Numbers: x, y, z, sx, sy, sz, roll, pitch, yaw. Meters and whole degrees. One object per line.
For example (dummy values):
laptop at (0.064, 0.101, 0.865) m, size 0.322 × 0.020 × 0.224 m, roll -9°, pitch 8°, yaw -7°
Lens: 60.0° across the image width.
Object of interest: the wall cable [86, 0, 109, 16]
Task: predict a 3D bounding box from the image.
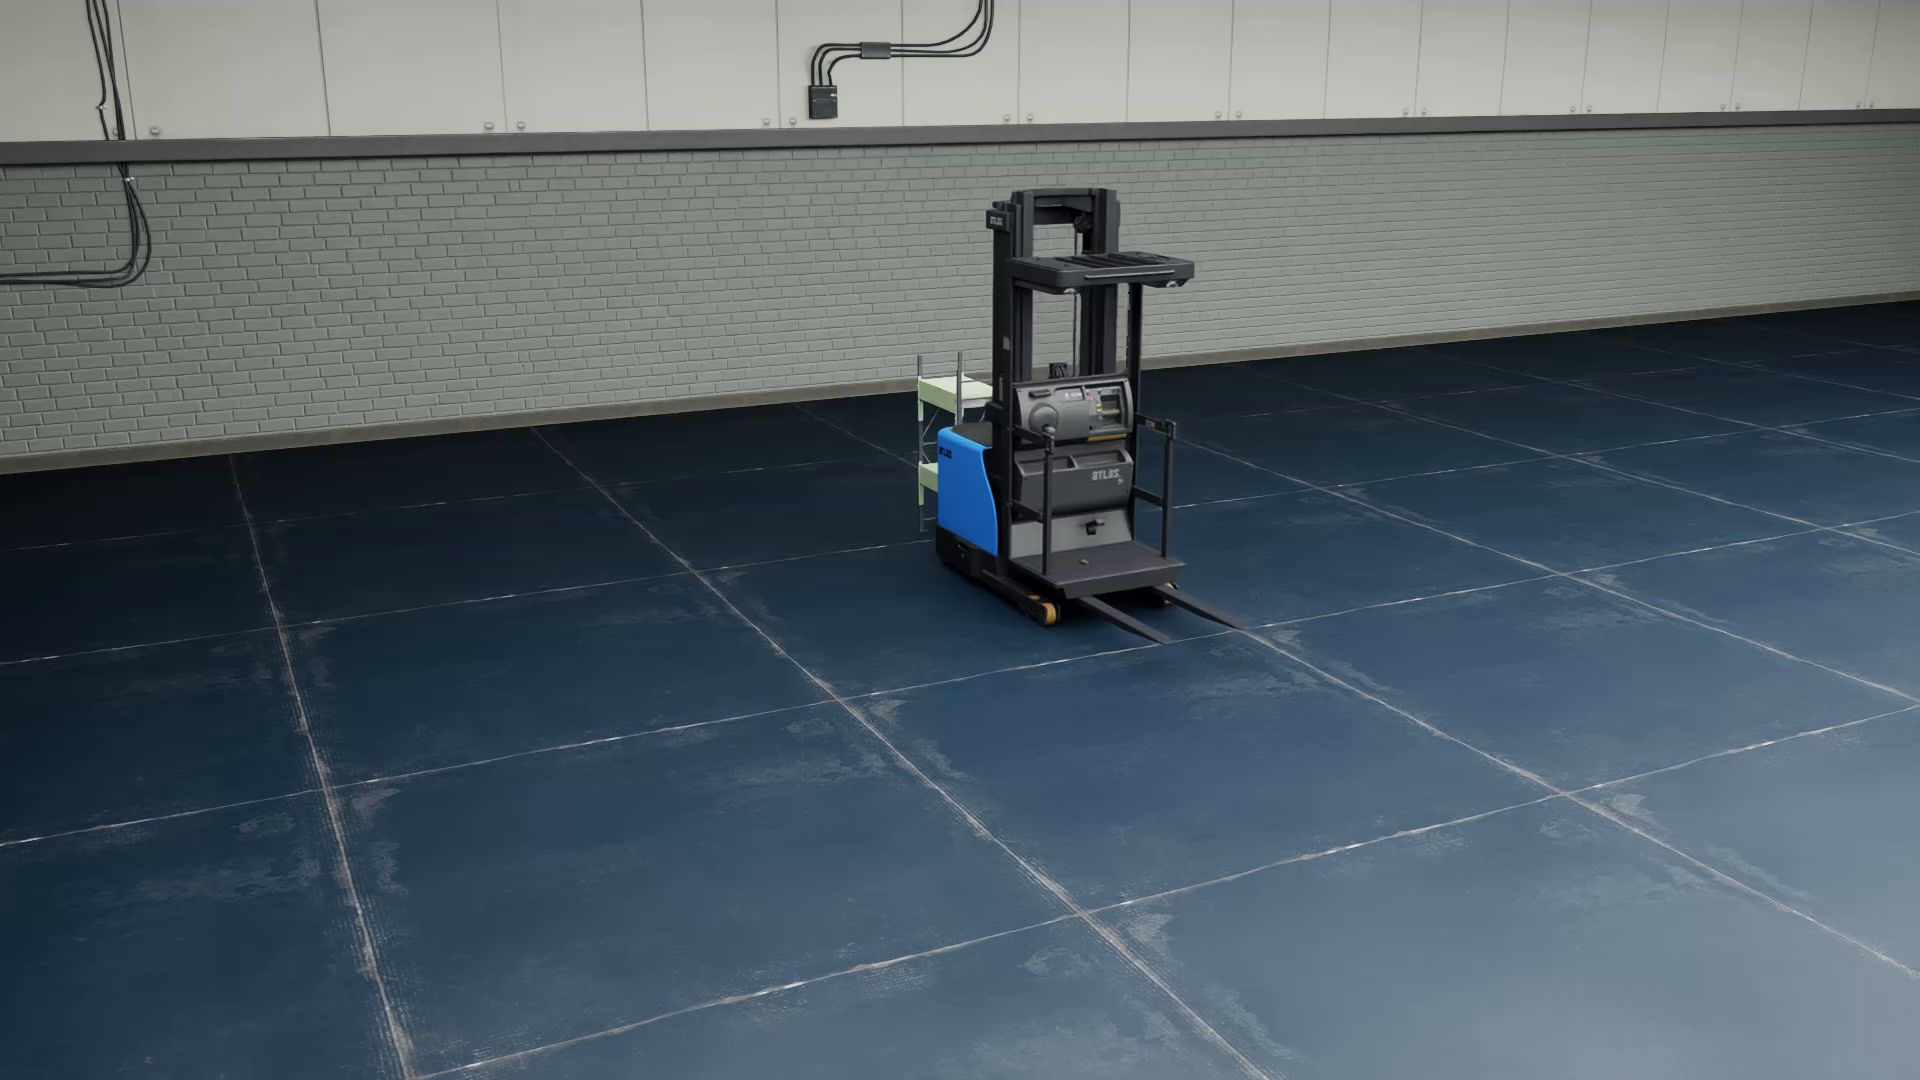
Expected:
wall cable at (-6.731, -6.212, 15.555) m, size 3.097 × 2.526 × 0.112 m, roll -8°, pitch 18°, yaw -25°

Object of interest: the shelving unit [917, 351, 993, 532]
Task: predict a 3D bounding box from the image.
shelving unit at (-0.003, -0.723, 13.550) m, size 0.431 × 1.500 × 0.755 m, roll -8°, pitch 18°, yaw -25°

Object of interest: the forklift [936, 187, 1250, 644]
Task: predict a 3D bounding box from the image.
forklift at (0.924, -0.946, 11.735) m, size 1.130 × 2.935 × 3.031 m, roll -8°, pitch 18°, yaw -26°

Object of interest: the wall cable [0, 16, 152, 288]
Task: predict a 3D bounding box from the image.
wall cable at (-9.163, -3.457, 15.113) m, size 3.097 × 2.526 × 0.112 m, roll -8°, pitch 18°, yaw -25°

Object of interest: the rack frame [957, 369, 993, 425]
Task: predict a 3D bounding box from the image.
rack frame at (0.157, -0.632, 13.233) m, size 0.400 × 1.500 × 0.023 m, roll -8°, pitch 18°, yaw -25°

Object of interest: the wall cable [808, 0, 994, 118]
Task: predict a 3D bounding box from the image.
wall cable at (-0.622, -7.728, 18.199) m, size 2.305 × 6.003 × 0.169 m, roll -8°, pitch 18°, yaw -25°

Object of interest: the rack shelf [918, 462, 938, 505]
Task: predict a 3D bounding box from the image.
rack shelf at (-0.003, -0.409, 13.639) m, size 0.431 × 0.370 × 0.720 m, roll -8°, pitch 18°, yaw -25°

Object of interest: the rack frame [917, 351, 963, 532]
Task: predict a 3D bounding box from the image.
rack frame at (-0.163, -0.813, 13.866) m, size 0.400 × 1.500 × 0.023 m, roll -8°, pitch 18°, yaw -25°

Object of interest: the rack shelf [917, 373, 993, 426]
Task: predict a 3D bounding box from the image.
rack shelf at (-0.003, -1.098, 13.442) m, size 0.431 × 0.370 × 0.720 m, roll -8°, pitch 18°, yaw -25°
